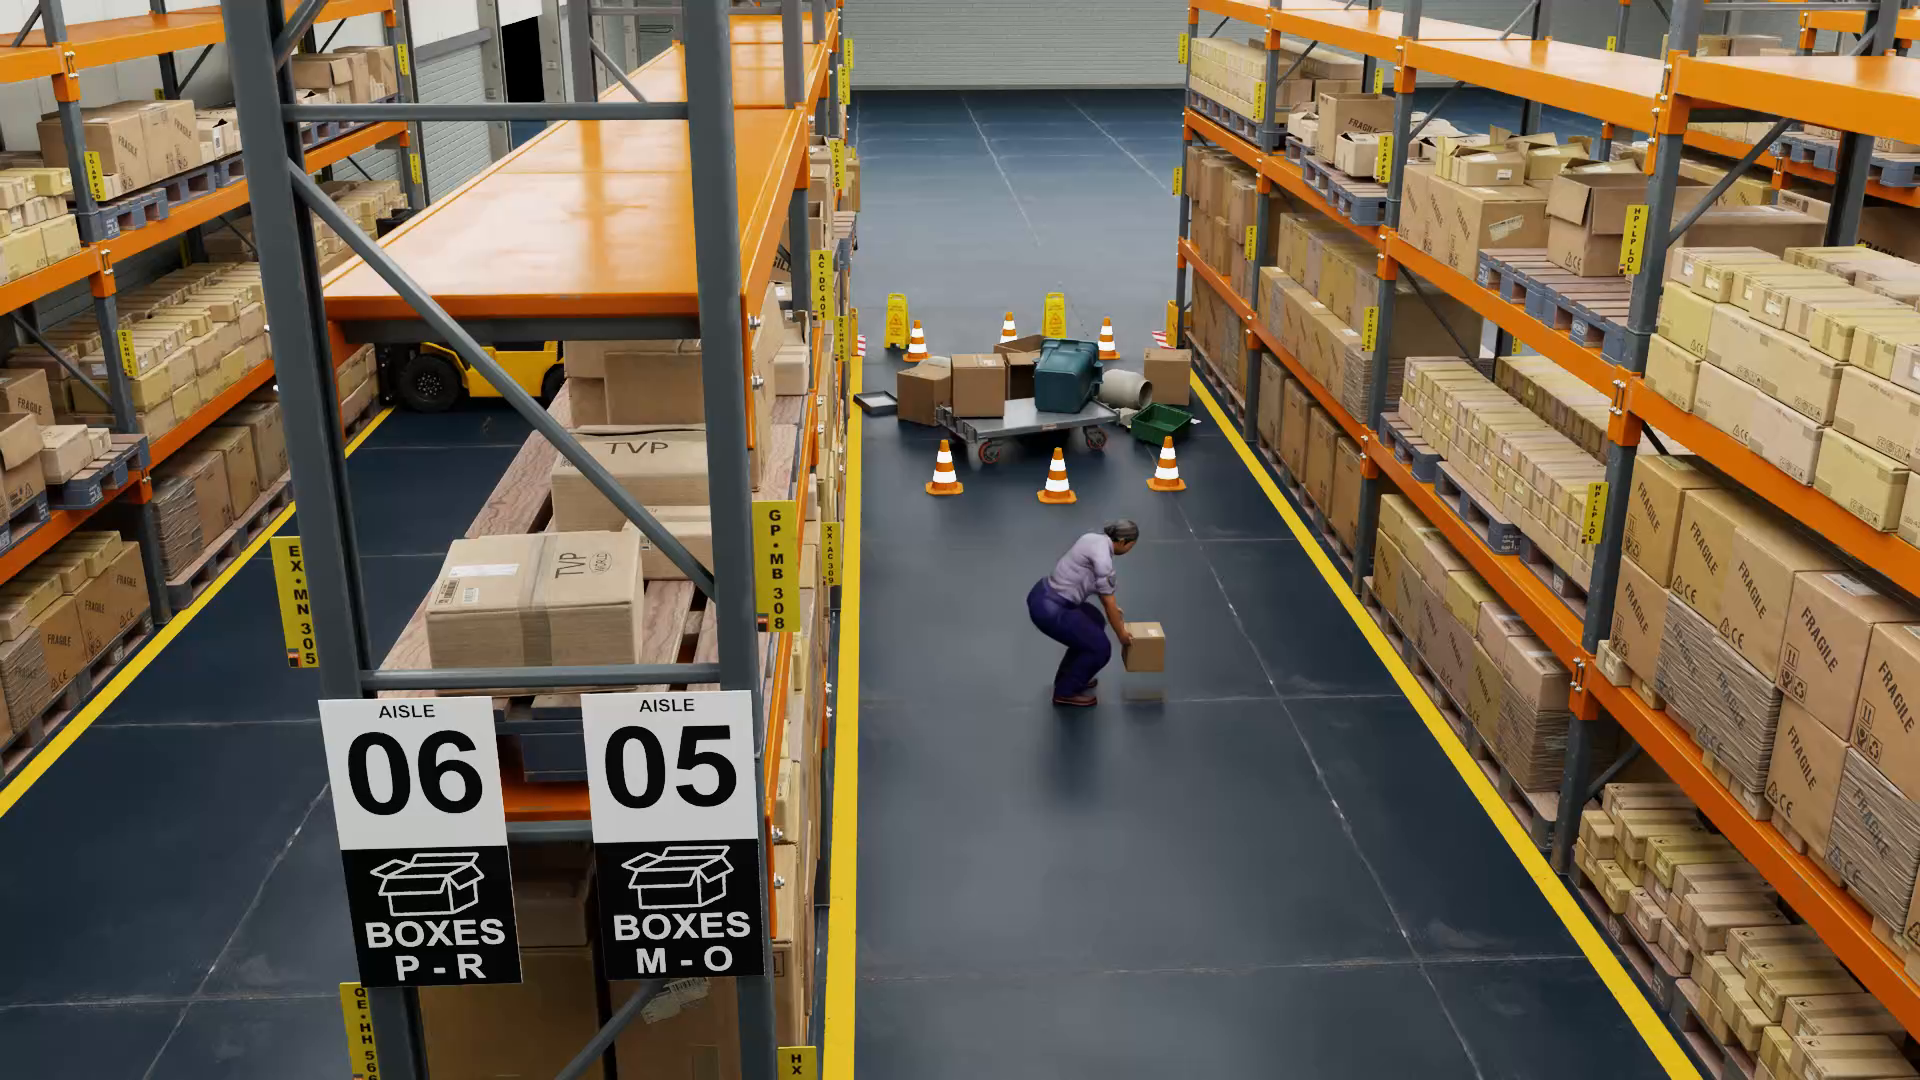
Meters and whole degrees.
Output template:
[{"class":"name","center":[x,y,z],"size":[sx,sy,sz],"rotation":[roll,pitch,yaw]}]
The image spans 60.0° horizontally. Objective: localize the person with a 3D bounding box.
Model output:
[{"class":"person","center":[0.805,0.456,11.007],"size":[0.727,1.217,0.540],"rotation":[-1,21,-3]}]
